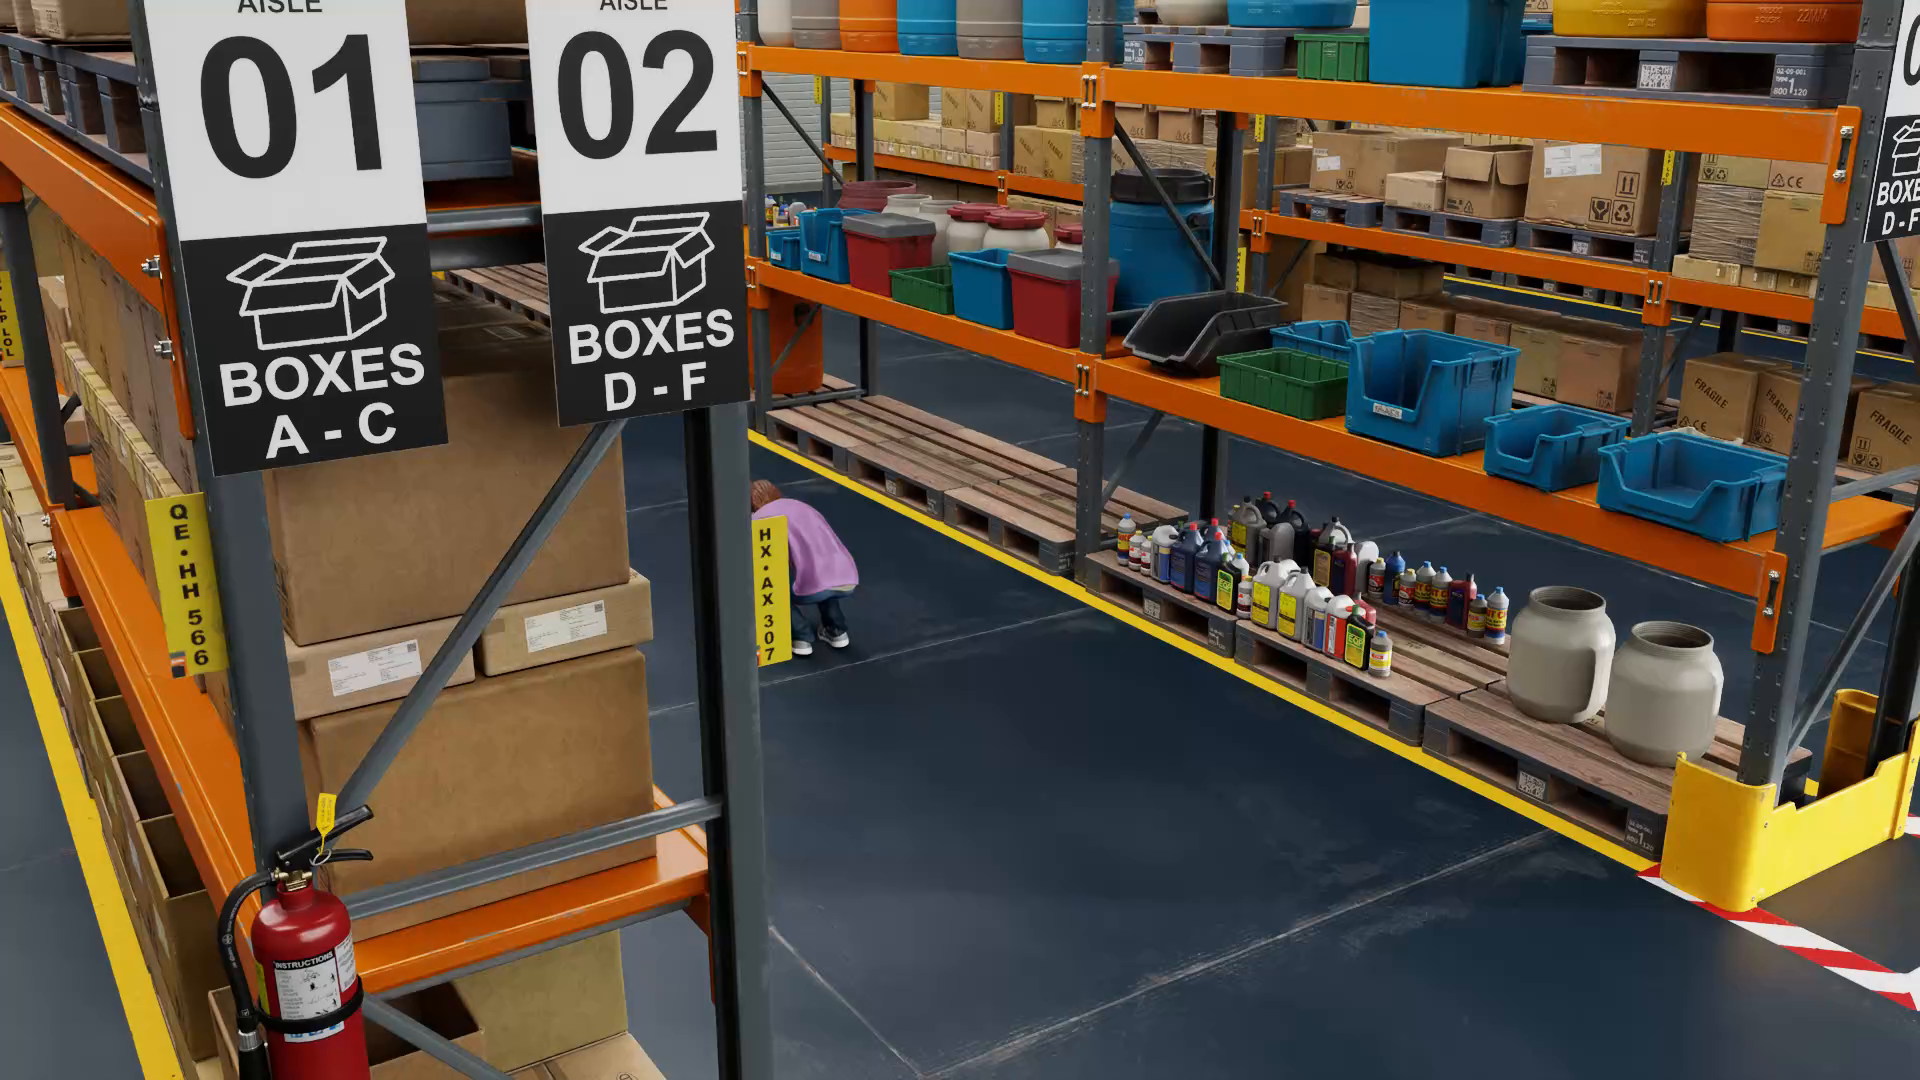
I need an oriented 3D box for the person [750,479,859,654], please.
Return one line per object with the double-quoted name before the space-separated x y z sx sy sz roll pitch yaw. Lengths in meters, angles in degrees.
"person" -0.824 0.140 8.453 0.435 0.782 0.803 -12 22 -31
